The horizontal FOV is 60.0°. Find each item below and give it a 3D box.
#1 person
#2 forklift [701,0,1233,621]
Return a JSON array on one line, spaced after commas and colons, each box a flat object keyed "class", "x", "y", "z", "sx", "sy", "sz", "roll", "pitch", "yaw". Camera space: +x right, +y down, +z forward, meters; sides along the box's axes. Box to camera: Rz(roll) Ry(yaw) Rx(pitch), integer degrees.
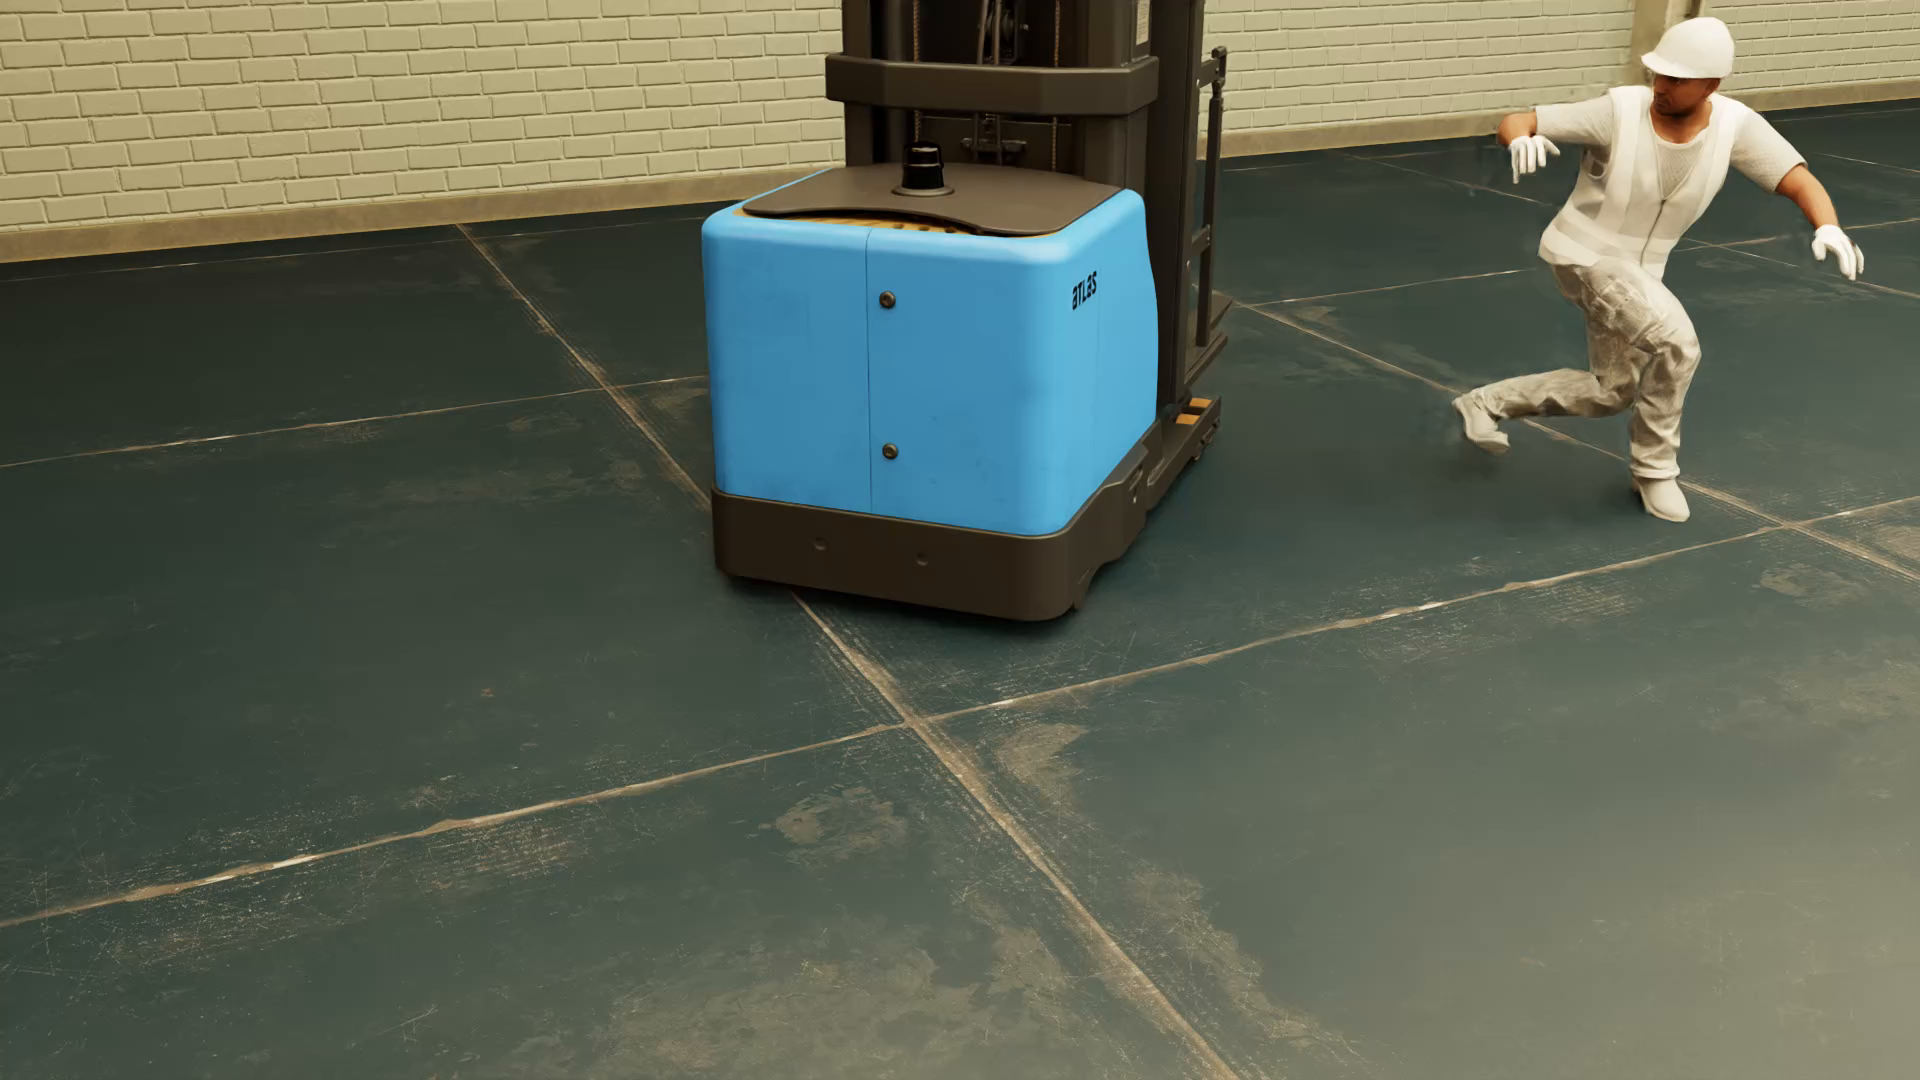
[{"class": "person", "x": 2.075, "y": -0.805, "z": 5.103, "sx": 0.903, "sy": 1.522, "sz": 1.166, "roll": -11, "pitch": 25, "yaw": -24}, {"class": "forklift", "x": 0.292, "y": -1.674, "z": 5.315, "sx": 1.130, "sy": 2.935, "sz": 3.031, "roll": 8, "pitch": 24, "yaw": 19}]
